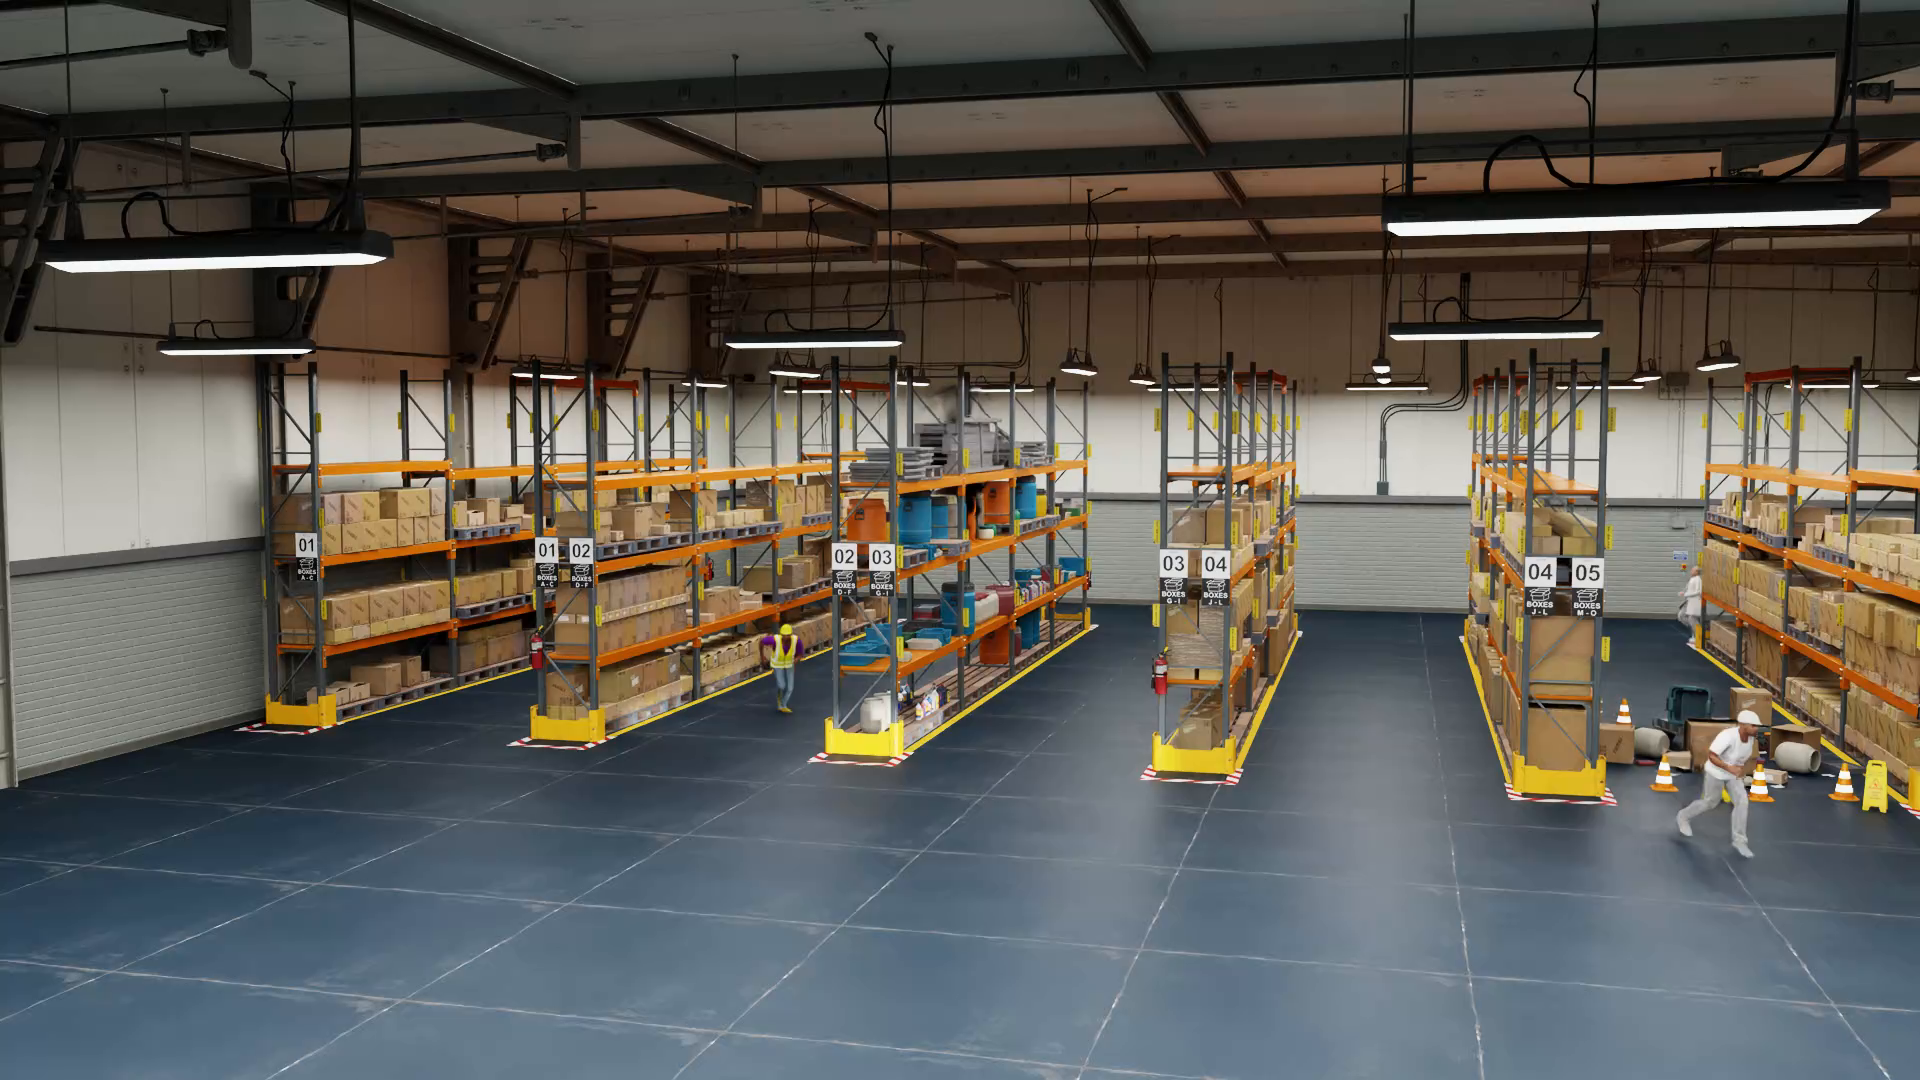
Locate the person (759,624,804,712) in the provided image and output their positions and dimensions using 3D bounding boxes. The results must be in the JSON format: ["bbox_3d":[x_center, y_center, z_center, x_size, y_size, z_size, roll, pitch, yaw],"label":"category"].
[{"bbox_3d":[-3.062,2.206,28.534,0.735,1.578,0.839,-1,4,-16],"label":"person"}]

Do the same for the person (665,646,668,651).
[{"bbox_3d":[-6.503,1.646,36.110,0.587,1.609,0.868,1,4,11],"label":"person"}]

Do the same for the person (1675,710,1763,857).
[{"bbox_3d":[8.936,2.805,19.581,0.744,1.715,1.056,-3,5,-33],"label":"person"}]

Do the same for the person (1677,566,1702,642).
[{"bbox_3d":[16.686,1.456,37.938,0.672,1.743,0.690,1,4,8],"label":"person"}]
